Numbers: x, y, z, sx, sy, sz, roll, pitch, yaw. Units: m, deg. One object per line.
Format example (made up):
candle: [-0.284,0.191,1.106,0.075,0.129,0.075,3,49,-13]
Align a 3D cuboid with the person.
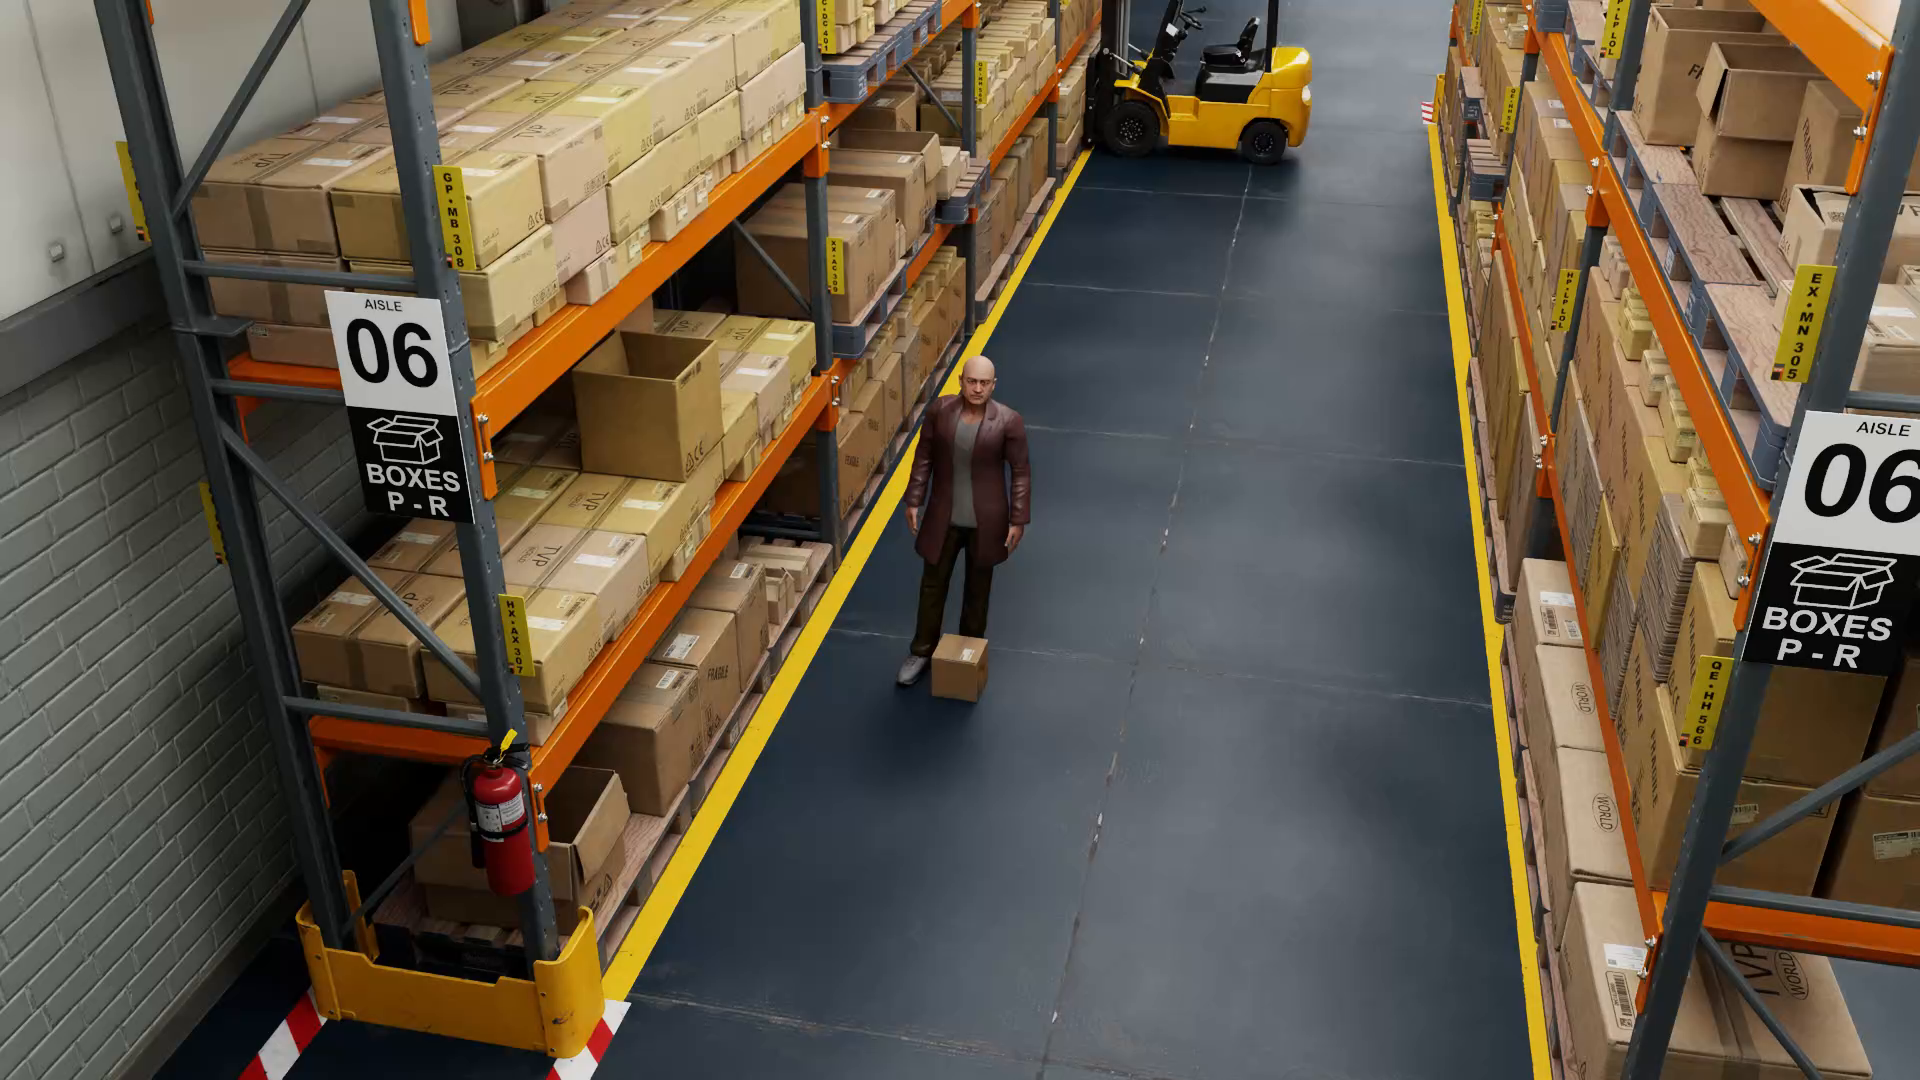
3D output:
person: [0.018,-0.081,8.771,0.695,1.776,0.581,6,29,11]
